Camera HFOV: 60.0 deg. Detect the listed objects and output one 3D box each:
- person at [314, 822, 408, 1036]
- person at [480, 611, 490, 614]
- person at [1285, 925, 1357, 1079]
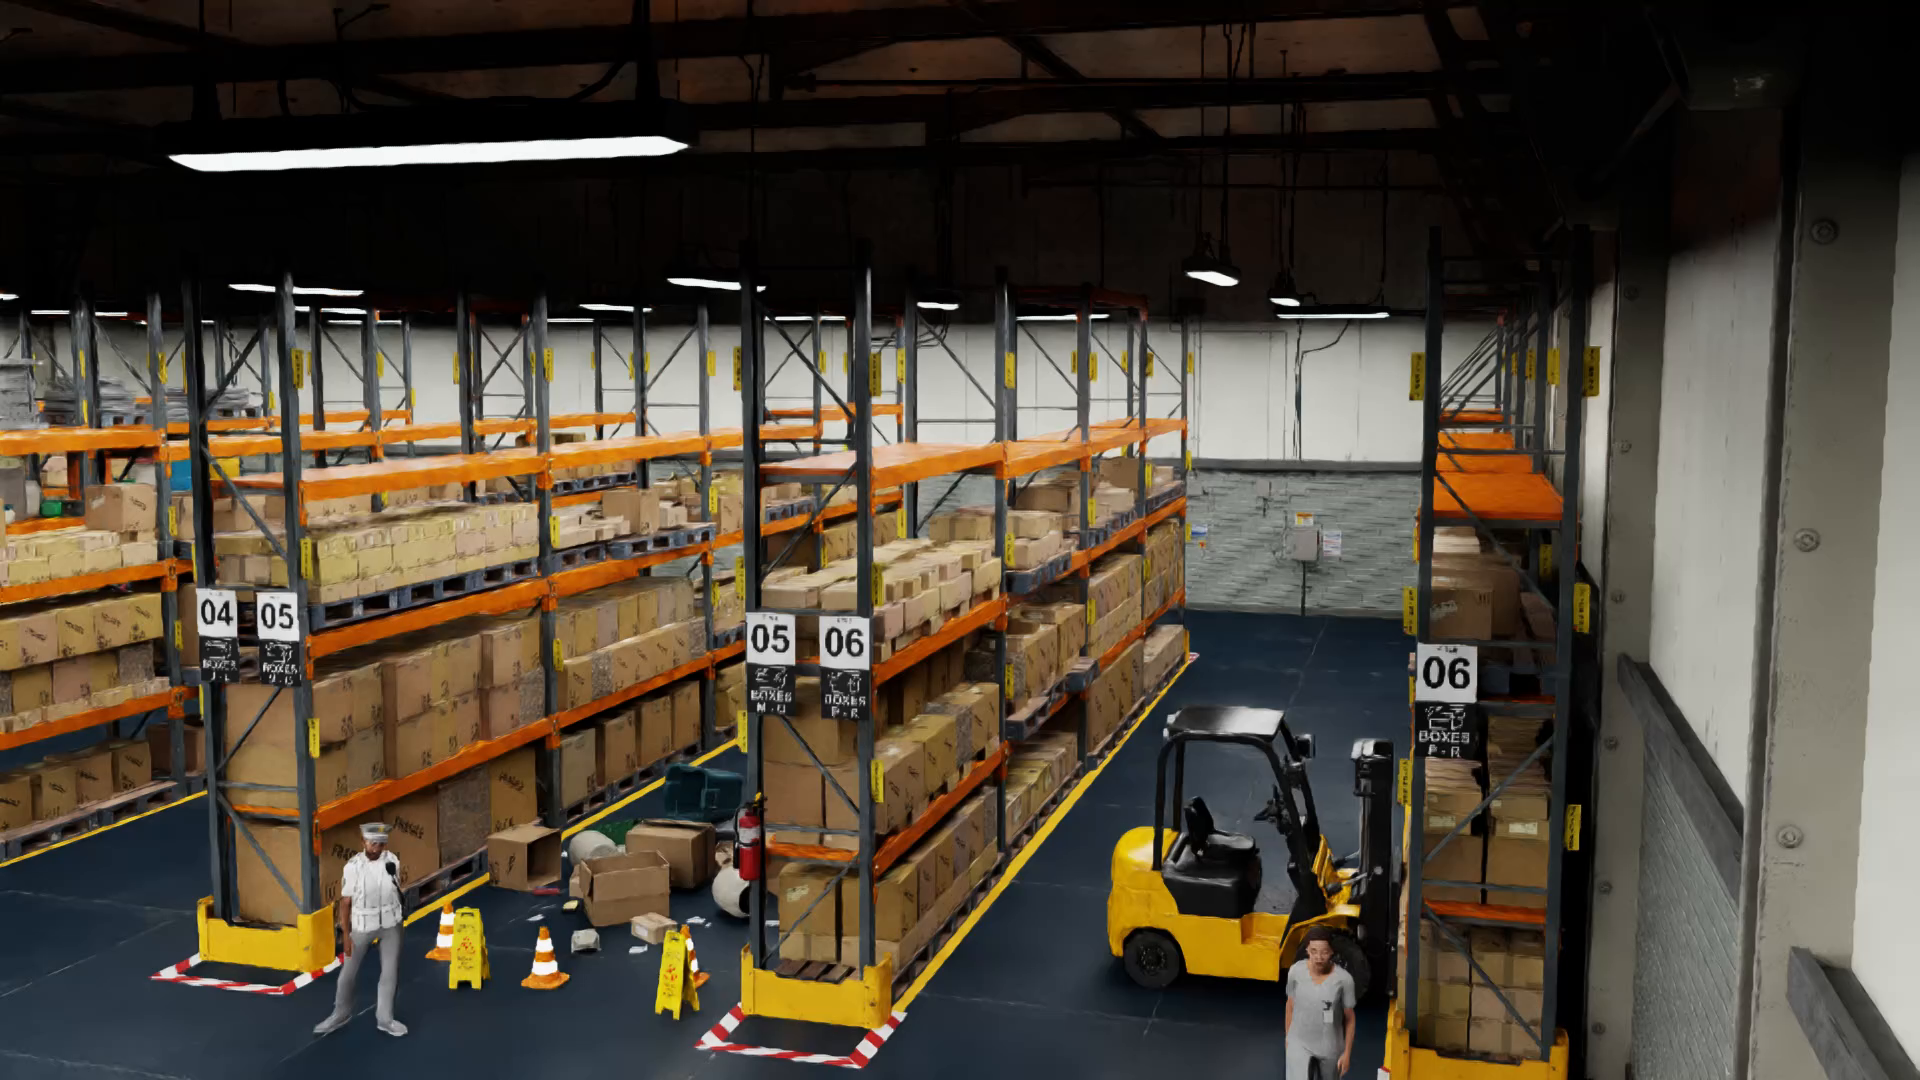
[{"bbox_3d":[-4.550,2.943,12.594,0.676,1.667,0.489,-4,7,-30],"label":"person"},{"bbox_3d":[-6.508,1.778,22.847,0.546,1.644,1.106,2,7,14],"label":"person"},{"bbox_3d":[2.267,3.195,10.492,0.445,1.584,1.110,2,7,14],"label":"person"}]
